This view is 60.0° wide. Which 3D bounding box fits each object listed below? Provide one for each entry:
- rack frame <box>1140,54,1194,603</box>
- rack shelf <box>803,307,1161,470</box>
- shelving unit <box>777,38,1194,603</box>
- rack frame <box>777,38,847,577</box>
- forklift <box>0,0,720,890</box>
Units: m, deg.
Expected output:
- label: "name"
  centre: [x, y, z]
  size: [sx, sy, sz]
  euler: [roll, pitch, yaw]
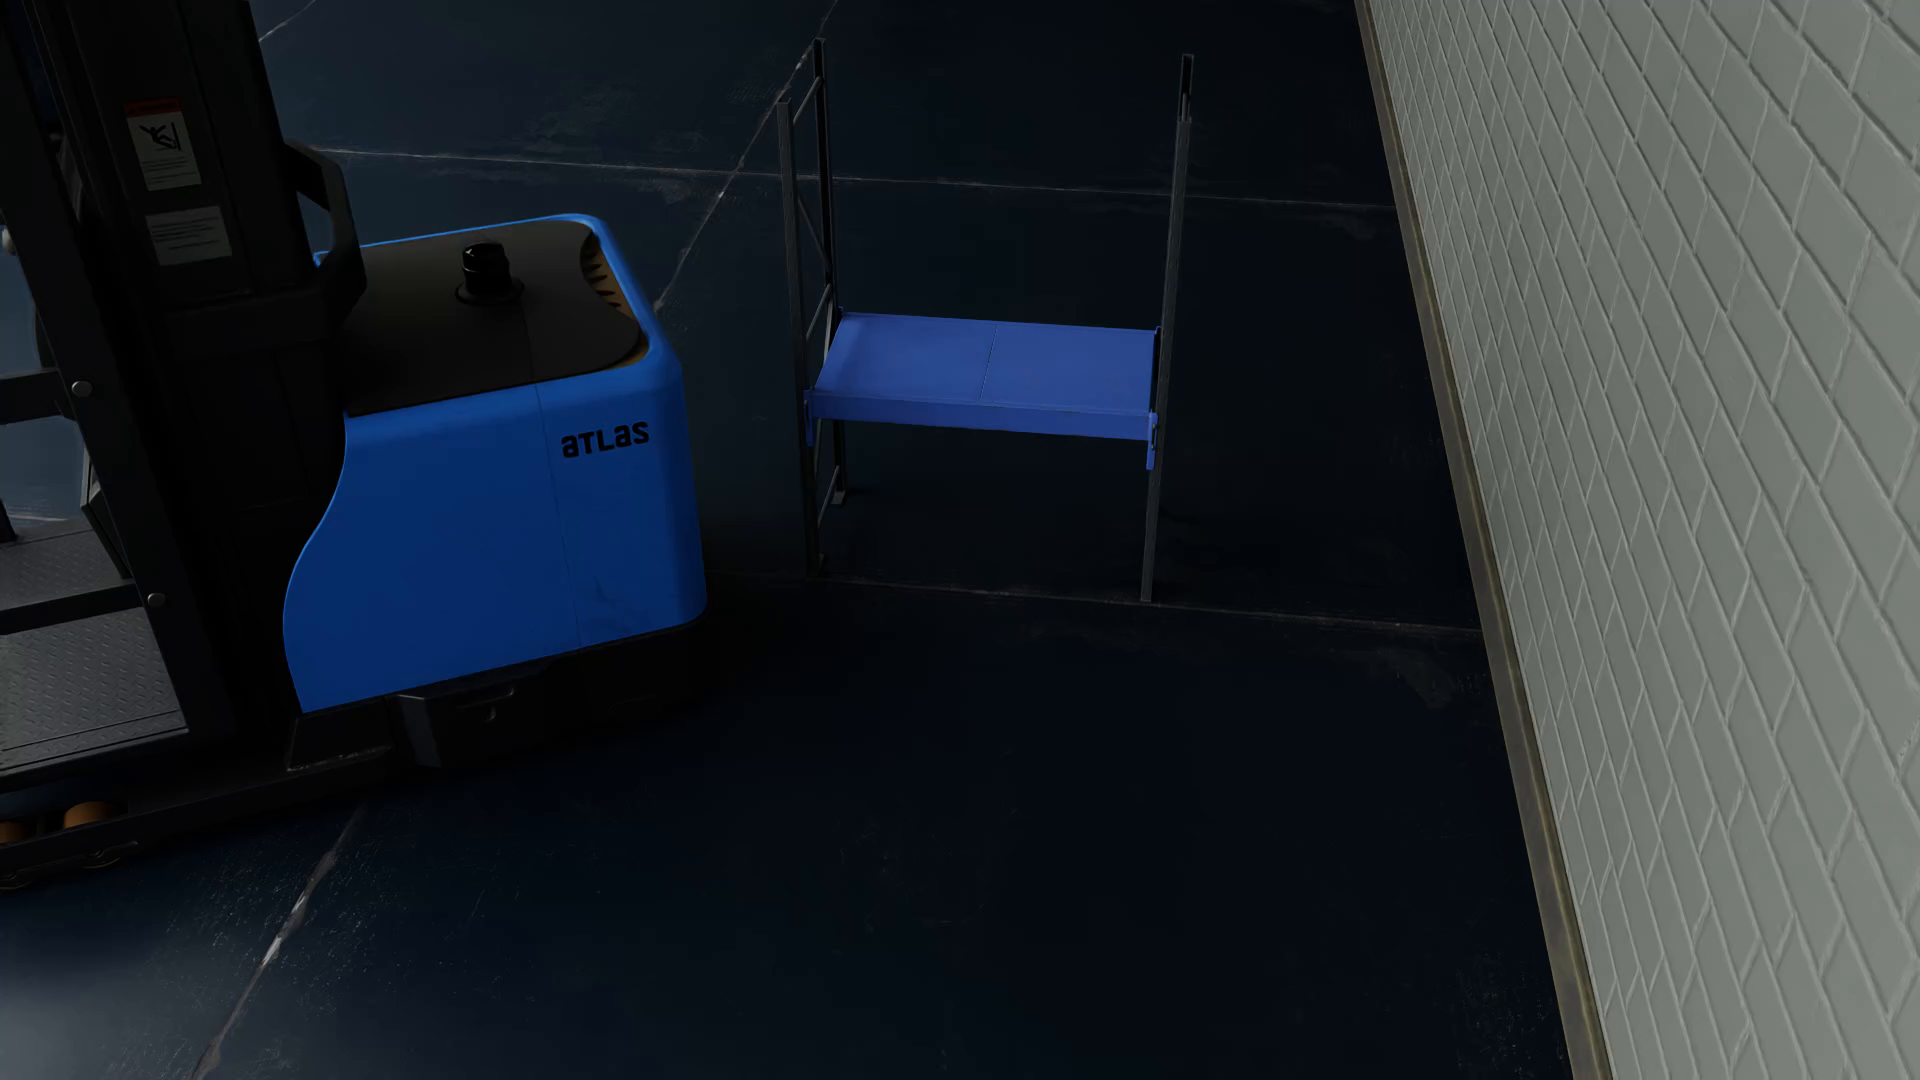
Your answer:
- label: "rack frame"
  centre: [0.589, -0.567, 4.753]
  size: [0.032, 1.500, 0.500]
  euler: [4, 36, 6]
- label: "rack shelf"
  centre: [0.085, -0.458, 4.910]
  size: [1.000, 0.185, 0.538]
  euler: [4, 36, 6]
- label: "shelving unit"
  centre: [0.085, -0.604, 4.805]
  size: [1.048, 1.500, 0.538]
  euler: [4, 36, 6]
- label: "rack frame"
  centre: [-0.420, -0.642, 4.858]
  size: [0.032, 1.500, 0.500]
  euler: [4, 36, 6]
- label: "forklift"
  centre: [-2.235, -0.689, 3.693]
  size: [3.031, 2.935, 1.130]
  euler: [-13, 38, -17]
